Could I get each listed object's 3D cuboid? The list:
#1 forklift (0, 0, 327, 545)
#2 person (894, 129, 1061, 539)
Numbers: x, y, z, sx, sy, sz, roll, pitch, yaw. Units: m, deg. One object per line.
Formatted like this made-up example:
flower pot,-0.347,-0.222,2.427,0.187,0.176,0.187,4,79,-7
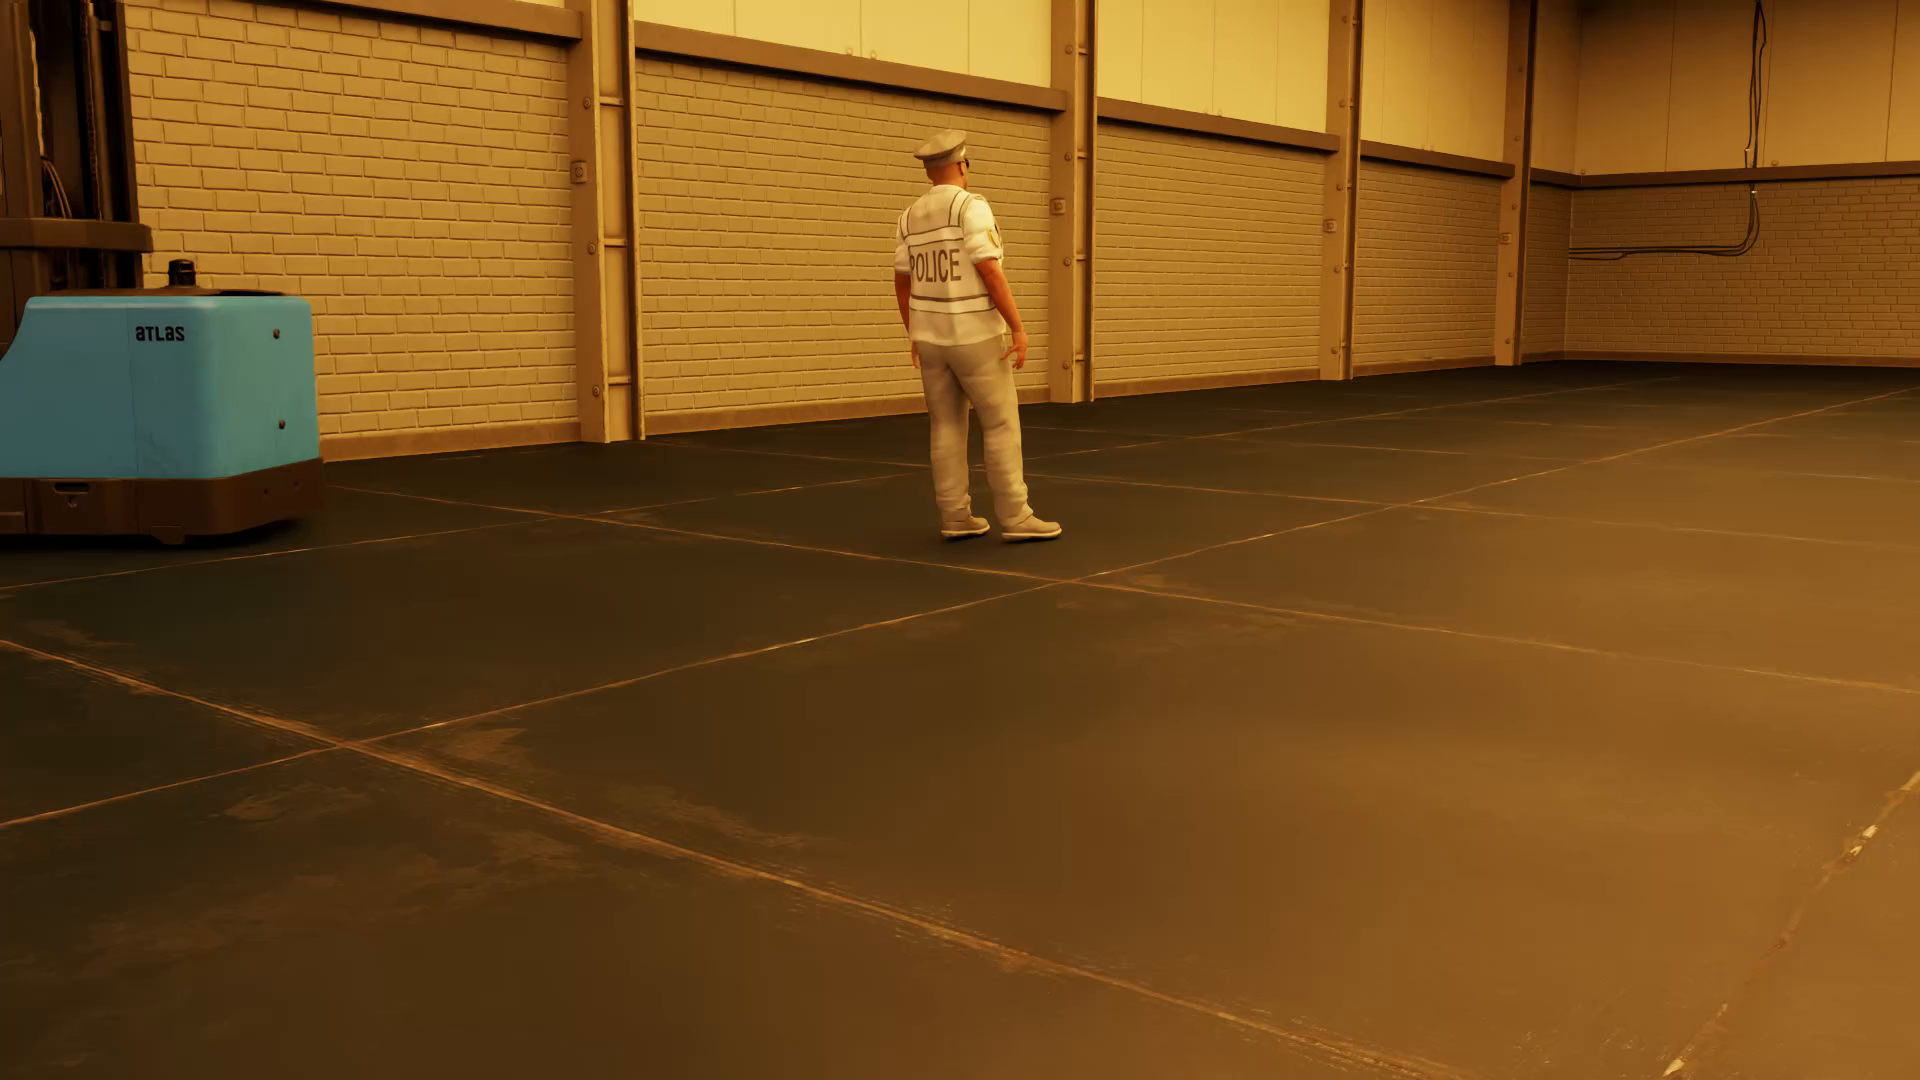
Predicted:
forklift,-4.582,-1.487,7.447,3.031,2.935,1.130,1,8,4
person,0.058,-0.896,7.327,0.640,1.781,0.575,7,11,38
